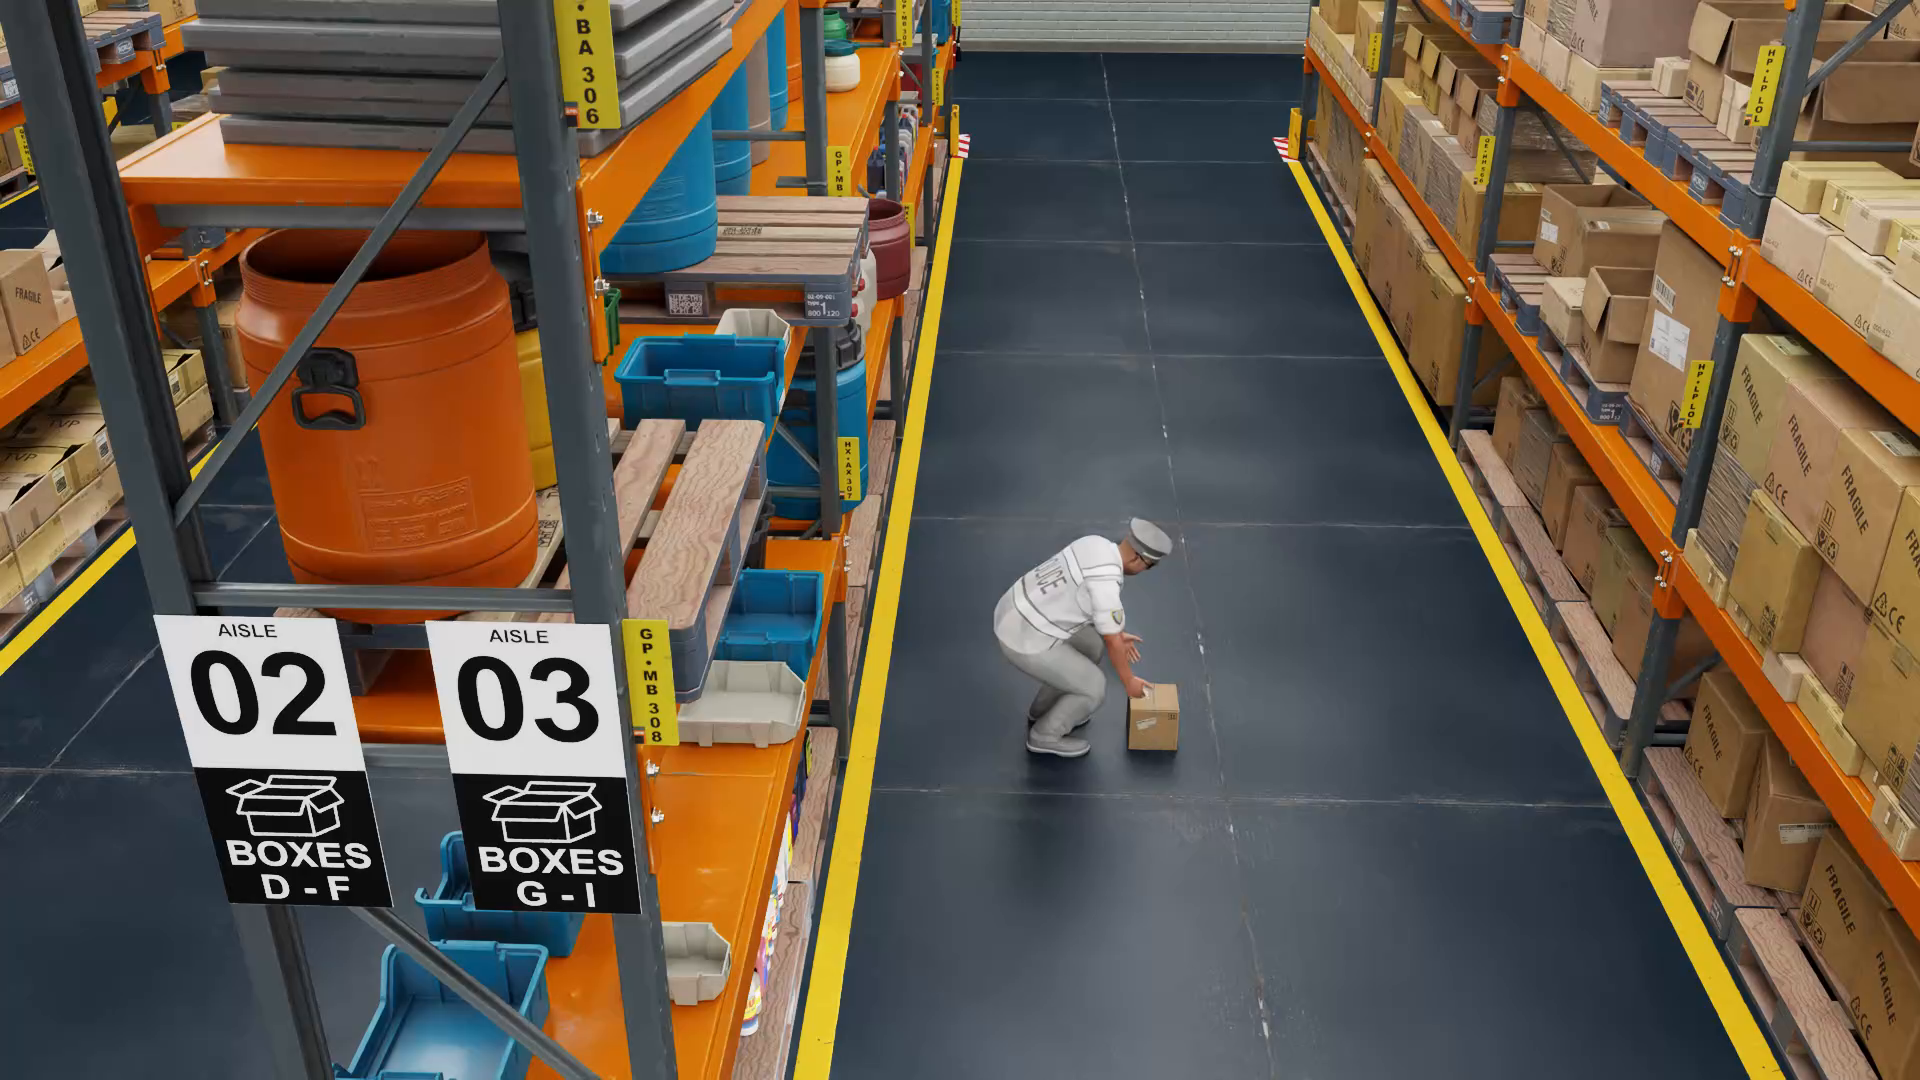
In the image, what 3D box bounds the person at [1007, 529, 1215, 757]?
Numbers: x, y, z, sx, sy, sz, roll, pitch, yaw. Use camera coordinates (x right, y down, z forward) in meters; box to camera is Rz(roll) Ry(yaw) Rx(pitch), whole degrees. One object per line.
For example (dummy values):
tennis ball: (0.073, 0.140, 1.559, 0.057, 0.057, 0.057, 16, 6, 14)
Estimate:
person: (0.756, 0.503, 8.496, 1.038, 1.195, 0.490, 0, 28, 0)
